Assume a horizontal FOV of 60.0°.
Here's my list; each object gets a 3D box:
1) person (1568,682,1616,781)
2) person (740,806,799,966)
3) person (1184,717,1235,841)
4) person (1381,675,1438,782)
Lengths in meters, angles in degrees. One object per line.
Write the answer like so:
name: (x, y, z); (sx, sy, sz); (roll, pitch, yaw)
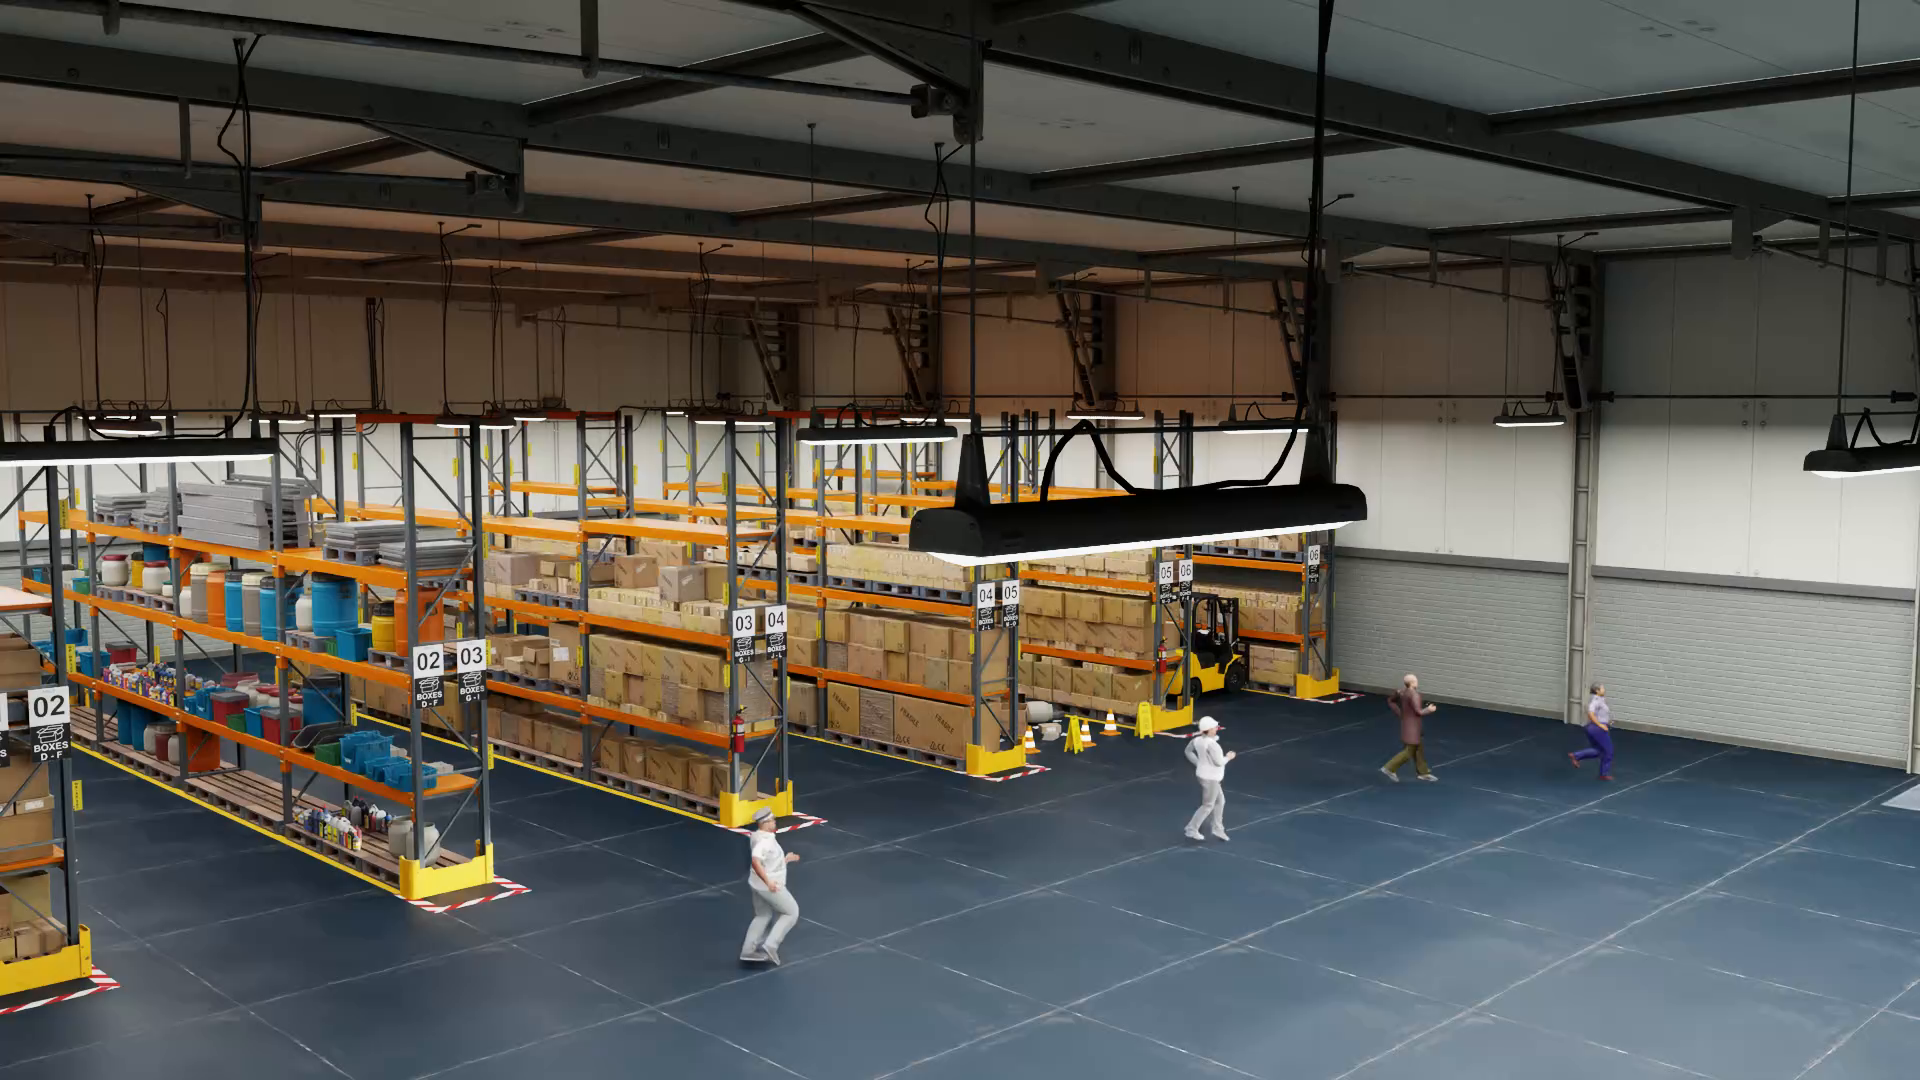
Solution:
person: (10.468, 3.158, 27.456); (0.745, 1.631, 0.607); (1, 5, 12)
person: (-2.106, 3.846, 18.510); (0.702, 1.793, 0.637); (-3, 6, -27)
person: (3.518, 3.400, 23.513); (0.742, 1.826, 0.643); (-1, 5, -12)
person: (7.321, 3.067, 26.997); (1.034, 1.784, 0.701); (-1, 5, -7)
